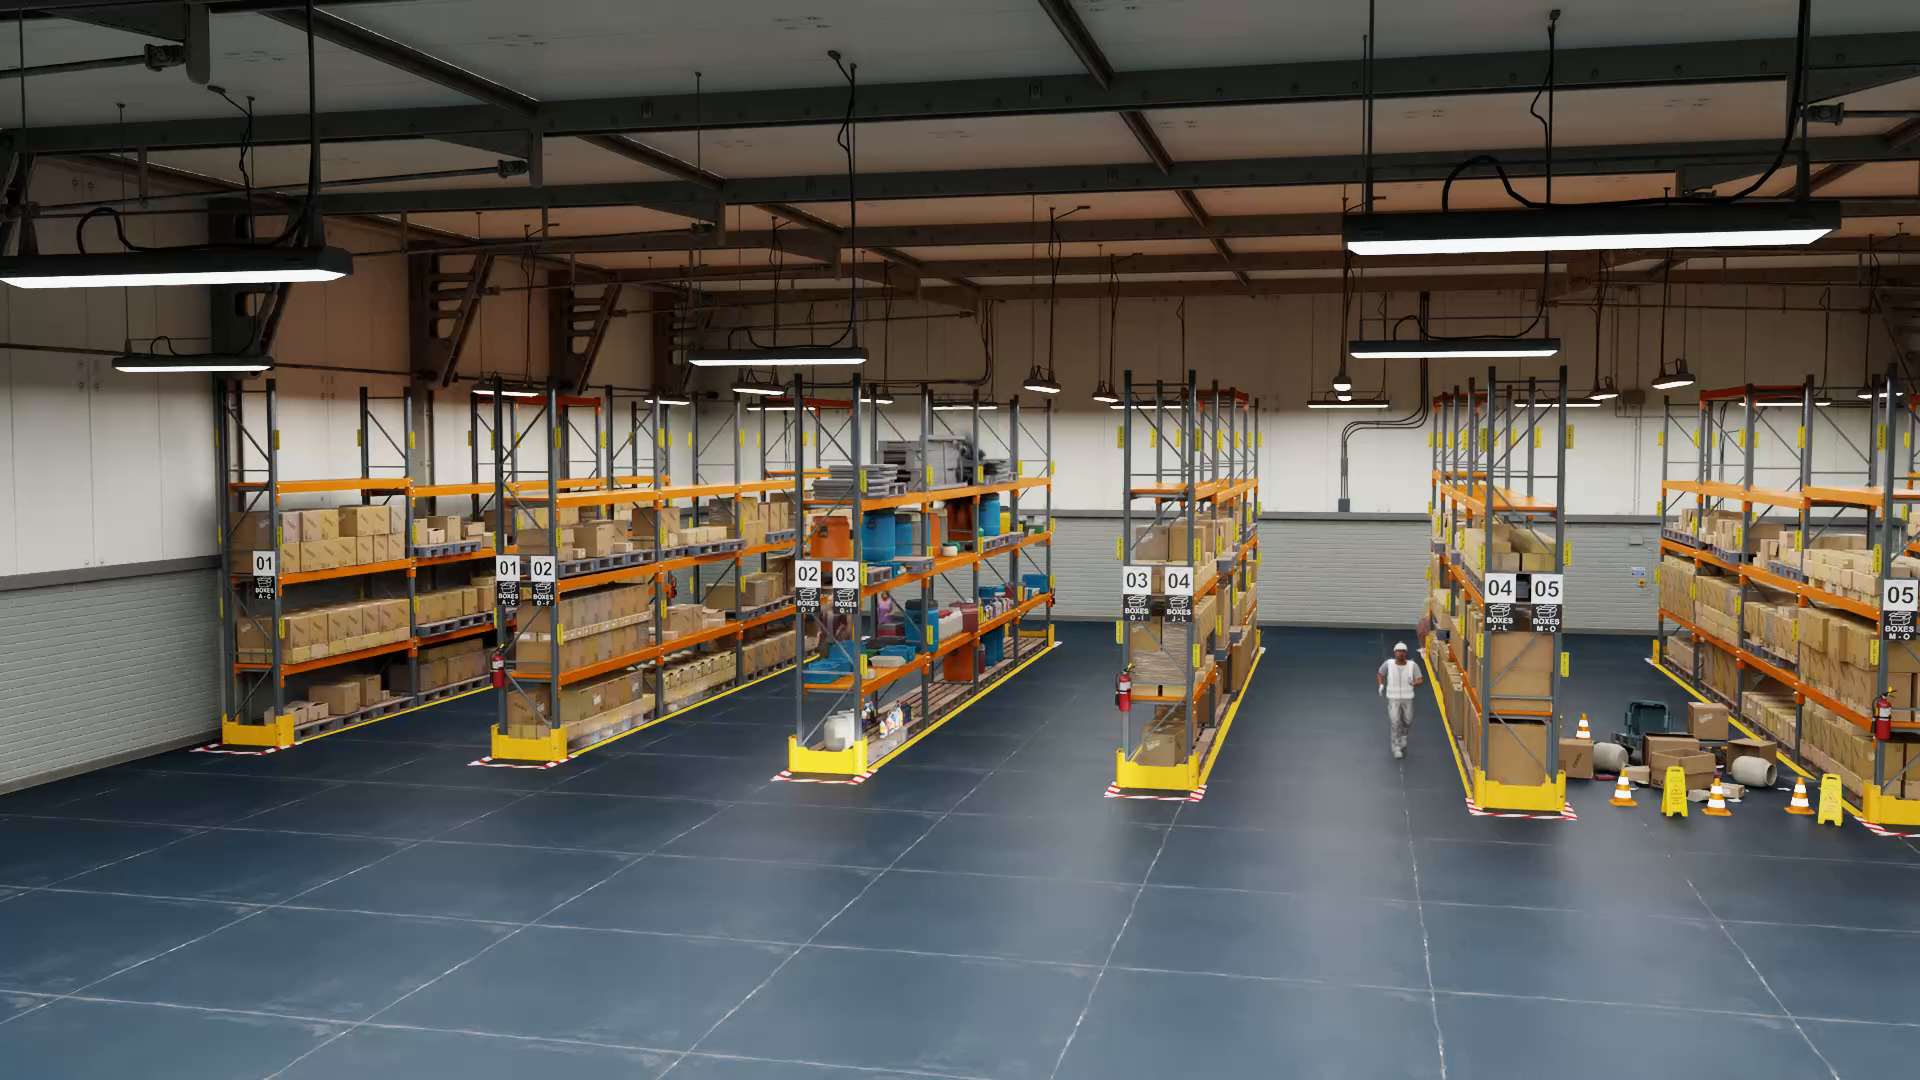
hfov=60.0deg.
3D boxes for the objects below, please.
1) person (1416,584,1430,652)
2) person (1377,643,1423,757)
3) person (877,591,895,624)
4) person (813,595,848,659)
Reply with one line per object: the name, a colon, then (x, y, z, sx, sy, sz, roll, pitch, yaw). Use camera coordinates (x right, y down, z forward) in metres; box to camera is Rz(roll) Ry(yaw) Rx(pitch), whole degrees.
person: (11.118, 1.844, 39.277, 0.573, 1.633, 0.633, 0, 3, -4)
person: (6.983, 2.510, 26.382, 0.691, 1.762, 0.994, 1, 3, 9)
person: (-1.755, 1.920, 38.251, 0.532, 1.559, 0.555, 0, 3, -5)
person: (-2.476, 1.955, 31.629, 0.680, 1.810, 0.694, 0, 3, 0)
